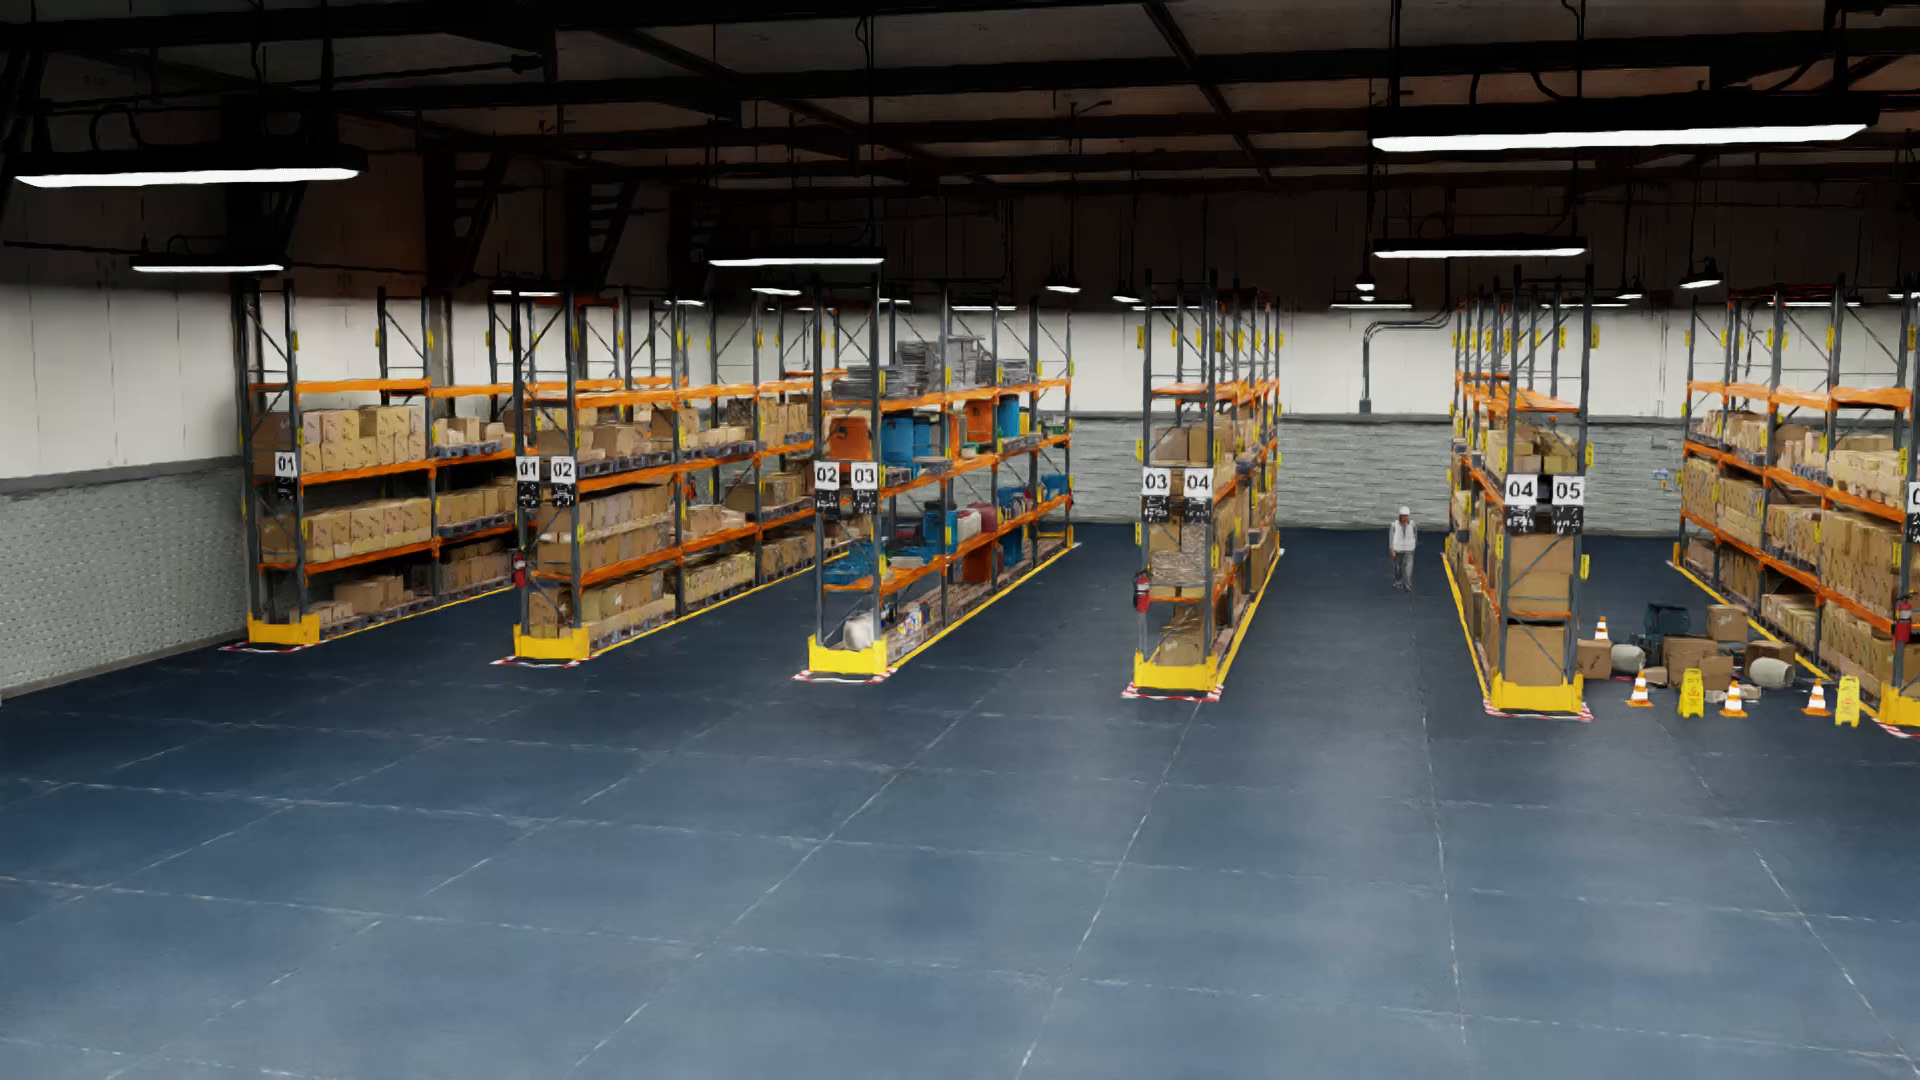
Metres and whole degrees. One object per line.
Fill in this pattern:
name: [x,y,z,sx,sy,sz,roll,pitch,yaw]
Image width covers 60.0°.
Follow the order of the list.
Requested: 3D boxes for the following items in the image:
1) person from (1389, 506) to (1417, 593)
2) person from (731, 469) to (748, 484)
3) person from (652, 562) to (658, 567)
person: [8.856,0.163,33.279,0.543,1.700,1.115,2,7,16]
person: [-5.612,-0.942,42.418,0.600,1.725,1.111,2,7,13]
person: [-6.345,0.142,33.901,0.592,1.629,0.526,1,7,12]
